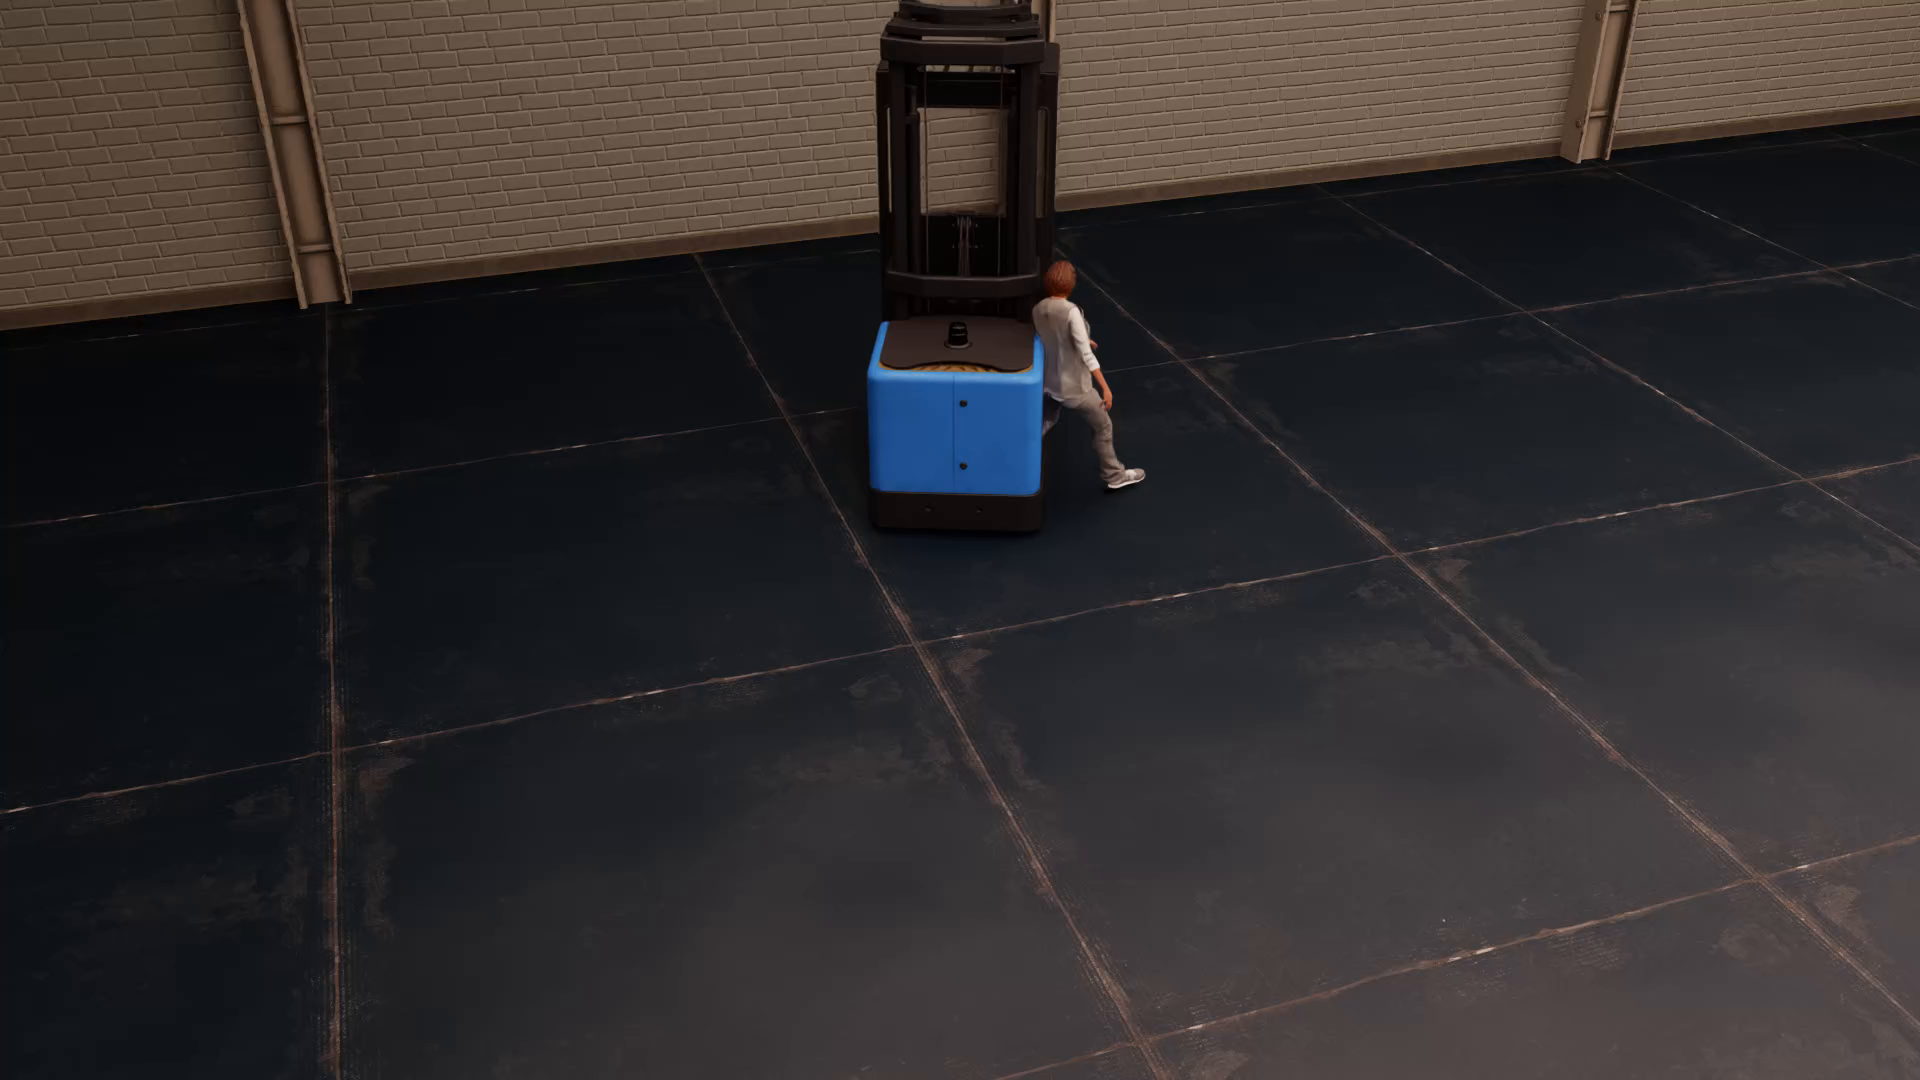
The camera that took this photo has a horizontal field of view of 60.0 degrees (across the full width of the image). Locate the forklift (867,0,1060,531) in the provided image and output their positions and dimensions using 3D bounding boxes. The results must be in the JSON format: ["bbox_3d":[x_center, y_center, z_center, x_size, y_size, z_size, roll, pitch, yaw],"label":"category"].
[{"bbox_3d":[0.058,-2.026,10.608,1.130,2.935,3.031,2,30,3],"label":"forklift"}]

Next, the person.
[{"bbox_3d":[0.732,-0.985,10.209,0.782,1.485,0.679,-25,38,-37],"label":"person"}]
